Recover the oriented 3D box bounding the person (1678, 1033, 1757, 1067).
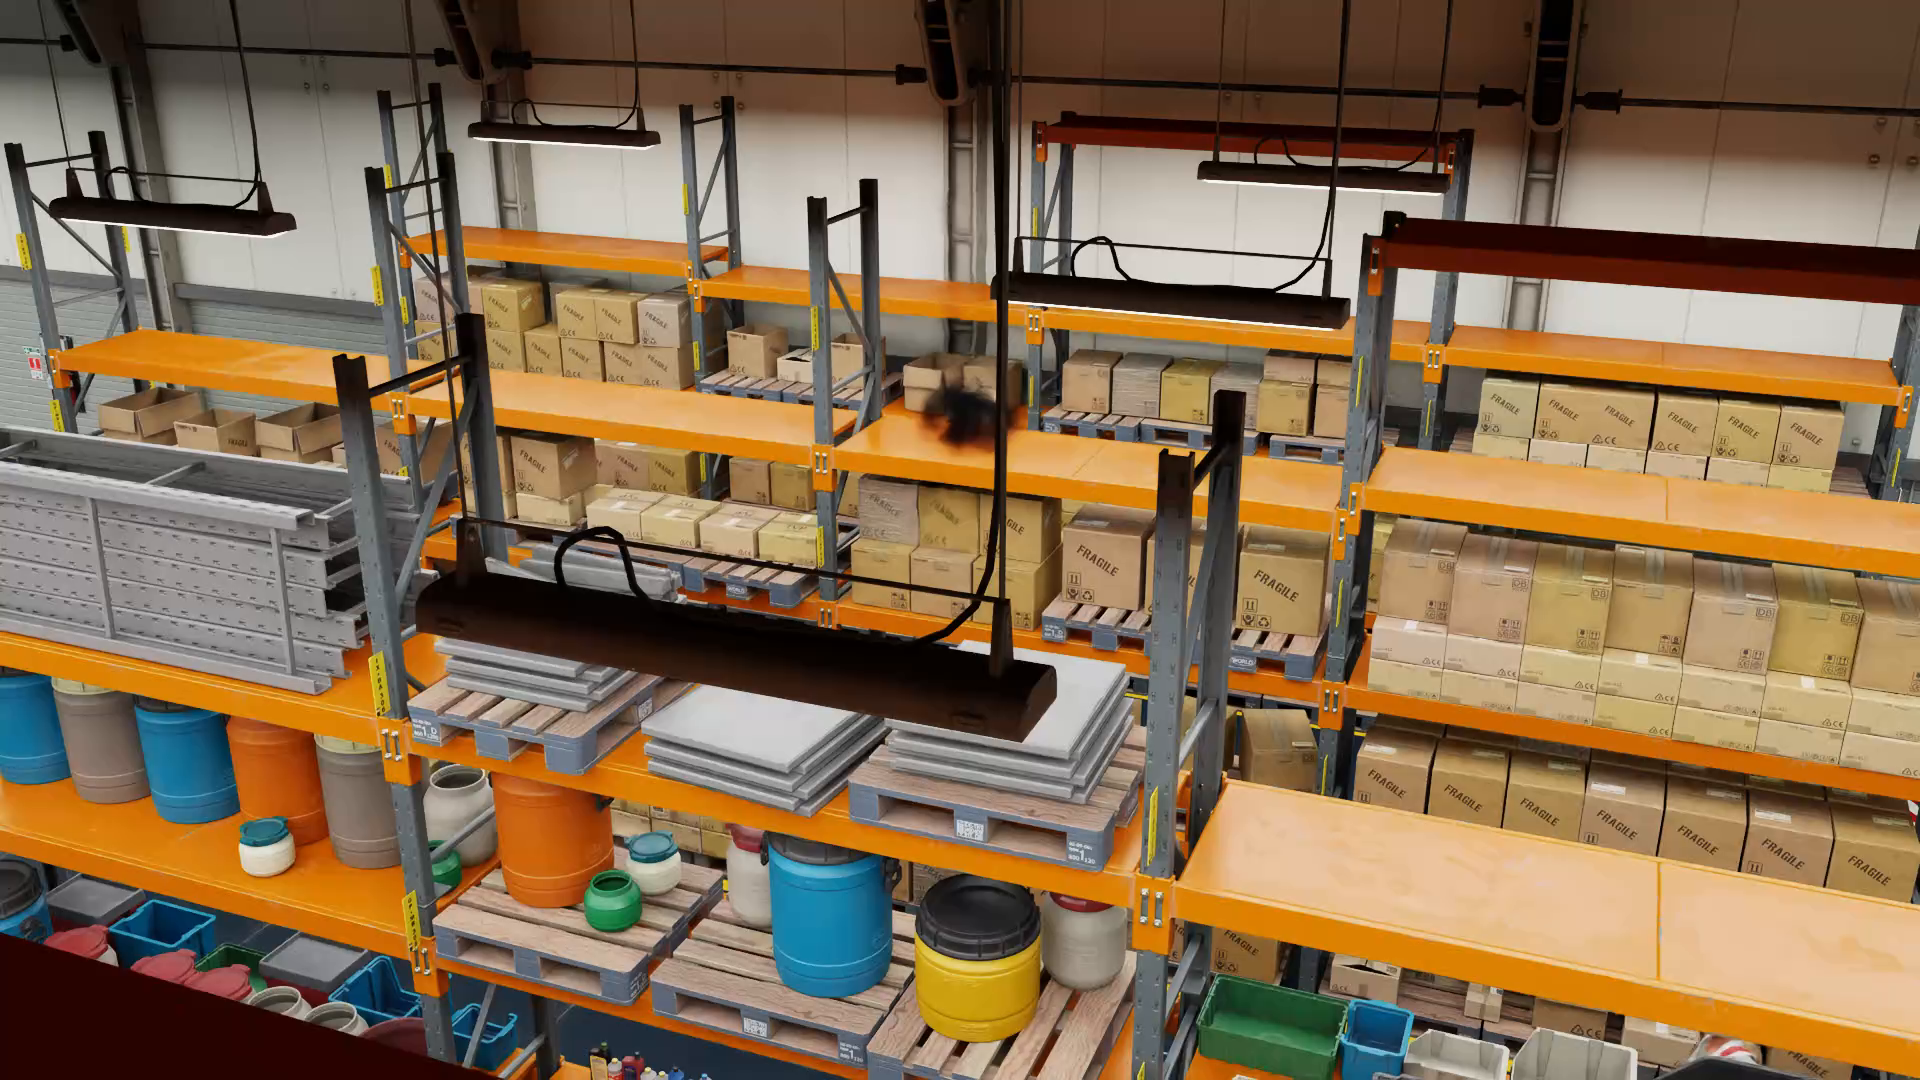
[{"bbox_3d":[4.712,3.619,10.362,0.960,1.764,0.667,5,21,13],"label":"person"}]
